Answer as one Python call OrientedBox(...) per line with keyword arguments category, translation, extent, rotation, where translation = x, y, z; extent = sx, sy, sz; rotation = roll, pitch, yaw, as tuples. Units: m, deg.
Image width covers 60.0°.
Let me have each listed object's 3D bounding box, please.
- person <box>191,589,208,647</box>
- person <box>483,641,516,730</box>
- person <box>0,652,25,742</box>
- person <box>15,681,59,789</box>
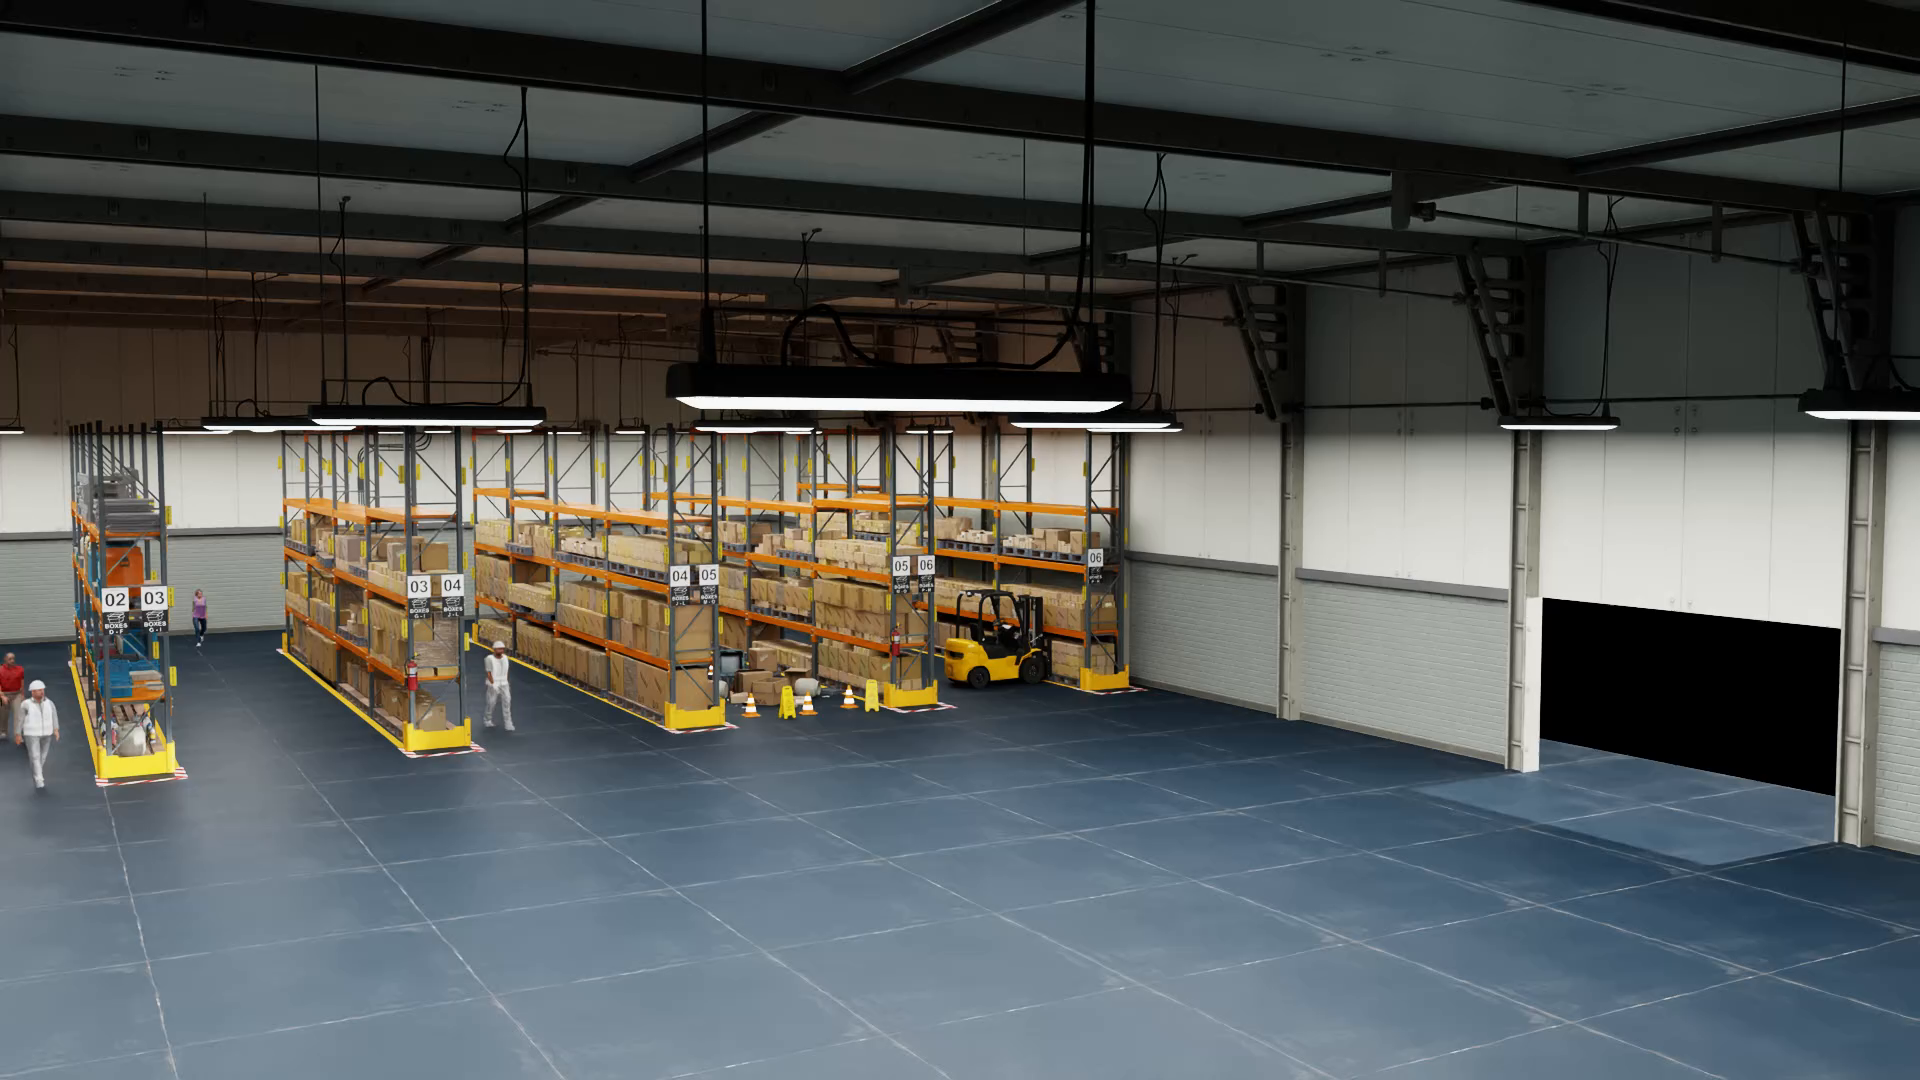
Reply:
OrientedBox(category="person", translation=(-20.856, 2.132, 45.590), extent=(0.418, 1.522, 0.768), rotation=(-2, 4, -32))
OrientedBox(category="person", translation=(-8.985, 2.831, 32.508), extent=(0.995, 1.724, 0.574), rotation=(4, 5, 45))
OrientedBox(category="person", translation=(-17.802, 2.941, 31.205), extent=(0.546, 1.661, 1.028), rotation=(-3, 5, -43))
OrientedBox(category="person", translation=(-15.048, 3.156, 27.199), extent=(1.069, 1.701, 0.585), rotation=(3, 4, 36))
